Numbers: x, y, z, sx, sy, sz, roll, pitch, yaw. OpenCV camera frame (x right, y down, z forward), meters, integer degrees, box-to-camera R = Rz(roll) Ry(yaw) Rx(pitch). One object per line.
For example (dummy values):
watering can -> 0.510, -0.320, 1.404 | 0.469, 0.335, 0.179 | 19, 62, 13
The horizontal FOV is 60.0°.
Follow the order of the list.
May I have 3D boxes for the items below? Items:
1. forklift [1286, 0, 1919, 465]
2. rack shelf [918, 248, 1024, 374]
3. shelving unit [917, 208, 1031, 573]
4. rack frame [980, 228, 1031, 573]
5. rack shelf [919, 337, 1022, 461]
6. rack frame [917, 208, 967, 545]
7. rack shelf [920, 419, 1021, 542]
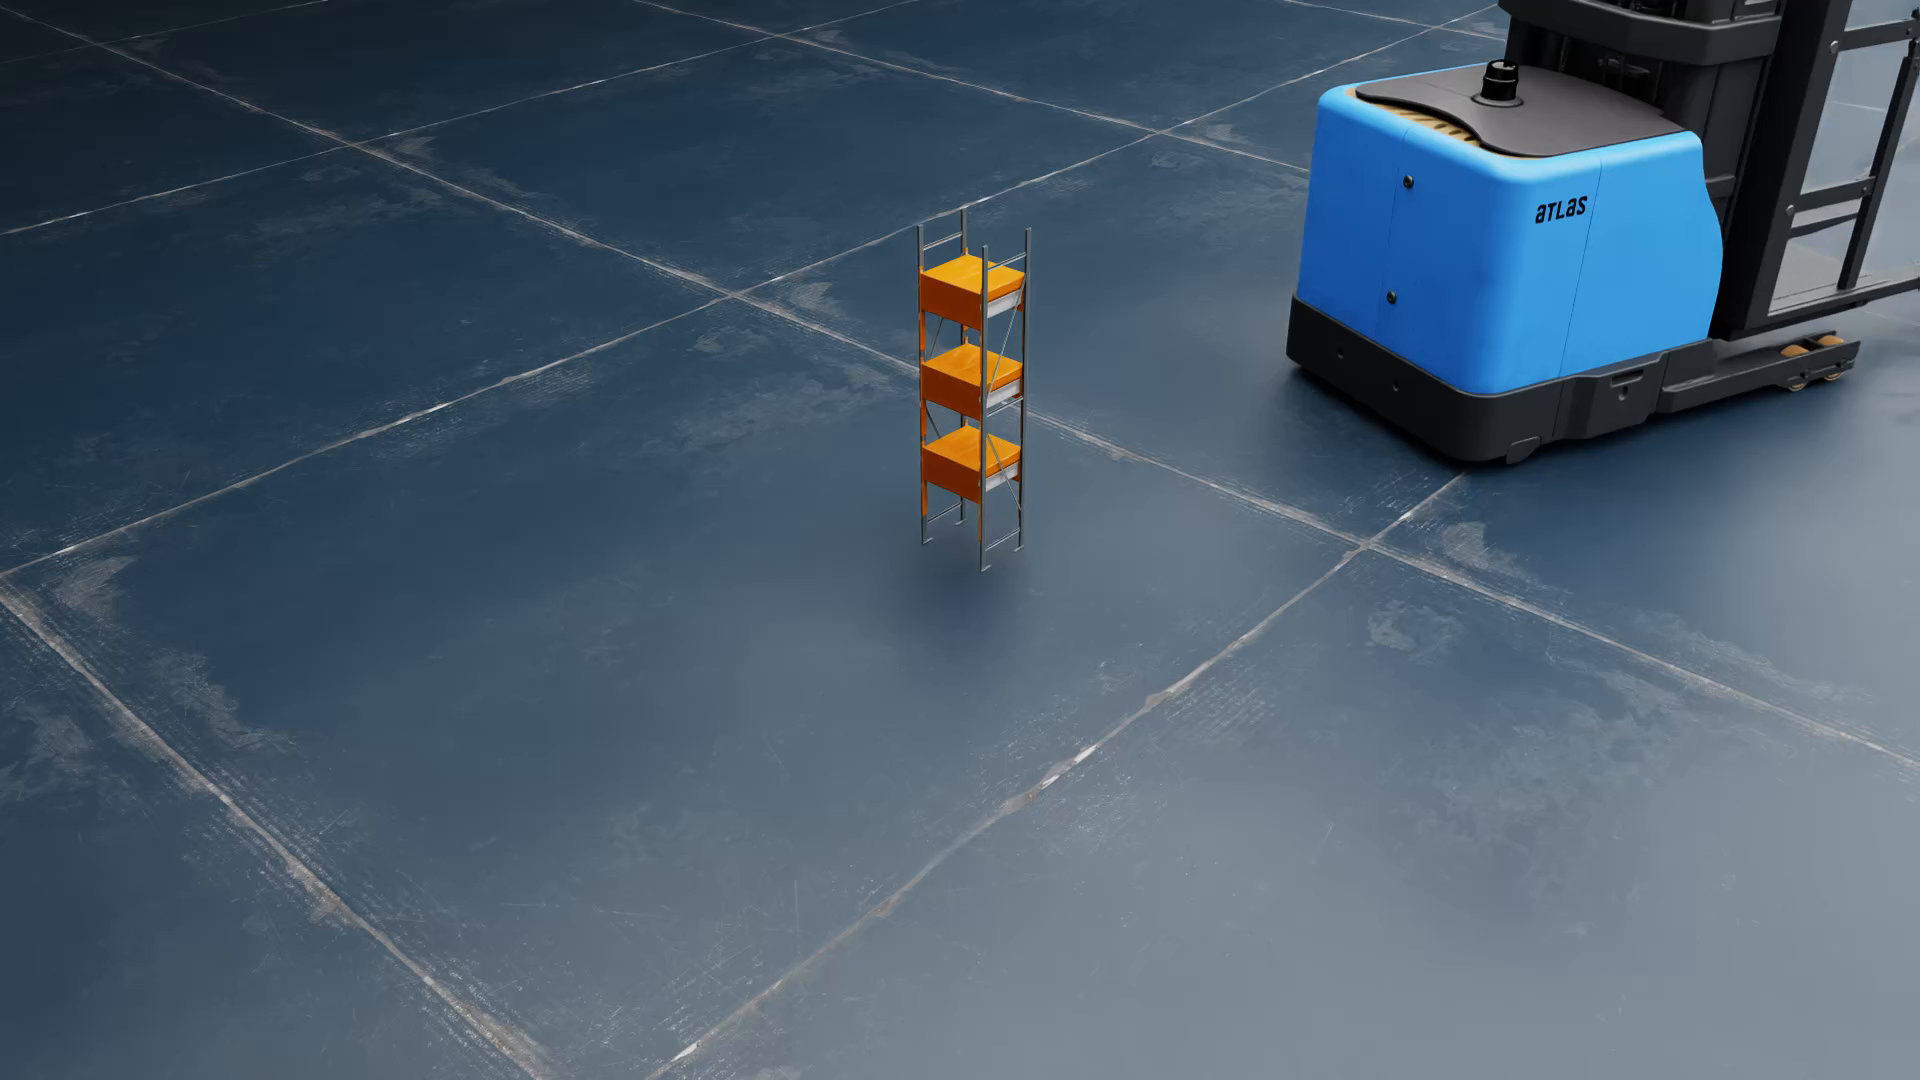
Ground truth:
forklift -> 2.781, -2.034, 5.787 | 3.031, 2.935, 1.130 | -15, 34, -23
rack shelf -> 0.040, -0.665, 4.808 | 0.240, 0.259, 0.215 | 25, 39, 35
shelving unit -> 0.040, -0.431, 4.948 | 0.252, 1.050, 0.215 | 25, 39, 35
rack frame -> 0.130, -0.389, 4.878 | 0.008, 1.050, 0.200 | 25, 39, 35
rack shelf -> 0.040, -0.422, 4.954 | 0.240, 0.259, 0.215 | 25, 39, 35
rack frame -> -0.051, -0.473, 5.019 | 0.008, 1.050, 0.200 | 25, 39, 35
rack shelf -> 0.040, -0.184, 5.097 | 0.240, 0.259, 0.215 | 25, 39, 35
